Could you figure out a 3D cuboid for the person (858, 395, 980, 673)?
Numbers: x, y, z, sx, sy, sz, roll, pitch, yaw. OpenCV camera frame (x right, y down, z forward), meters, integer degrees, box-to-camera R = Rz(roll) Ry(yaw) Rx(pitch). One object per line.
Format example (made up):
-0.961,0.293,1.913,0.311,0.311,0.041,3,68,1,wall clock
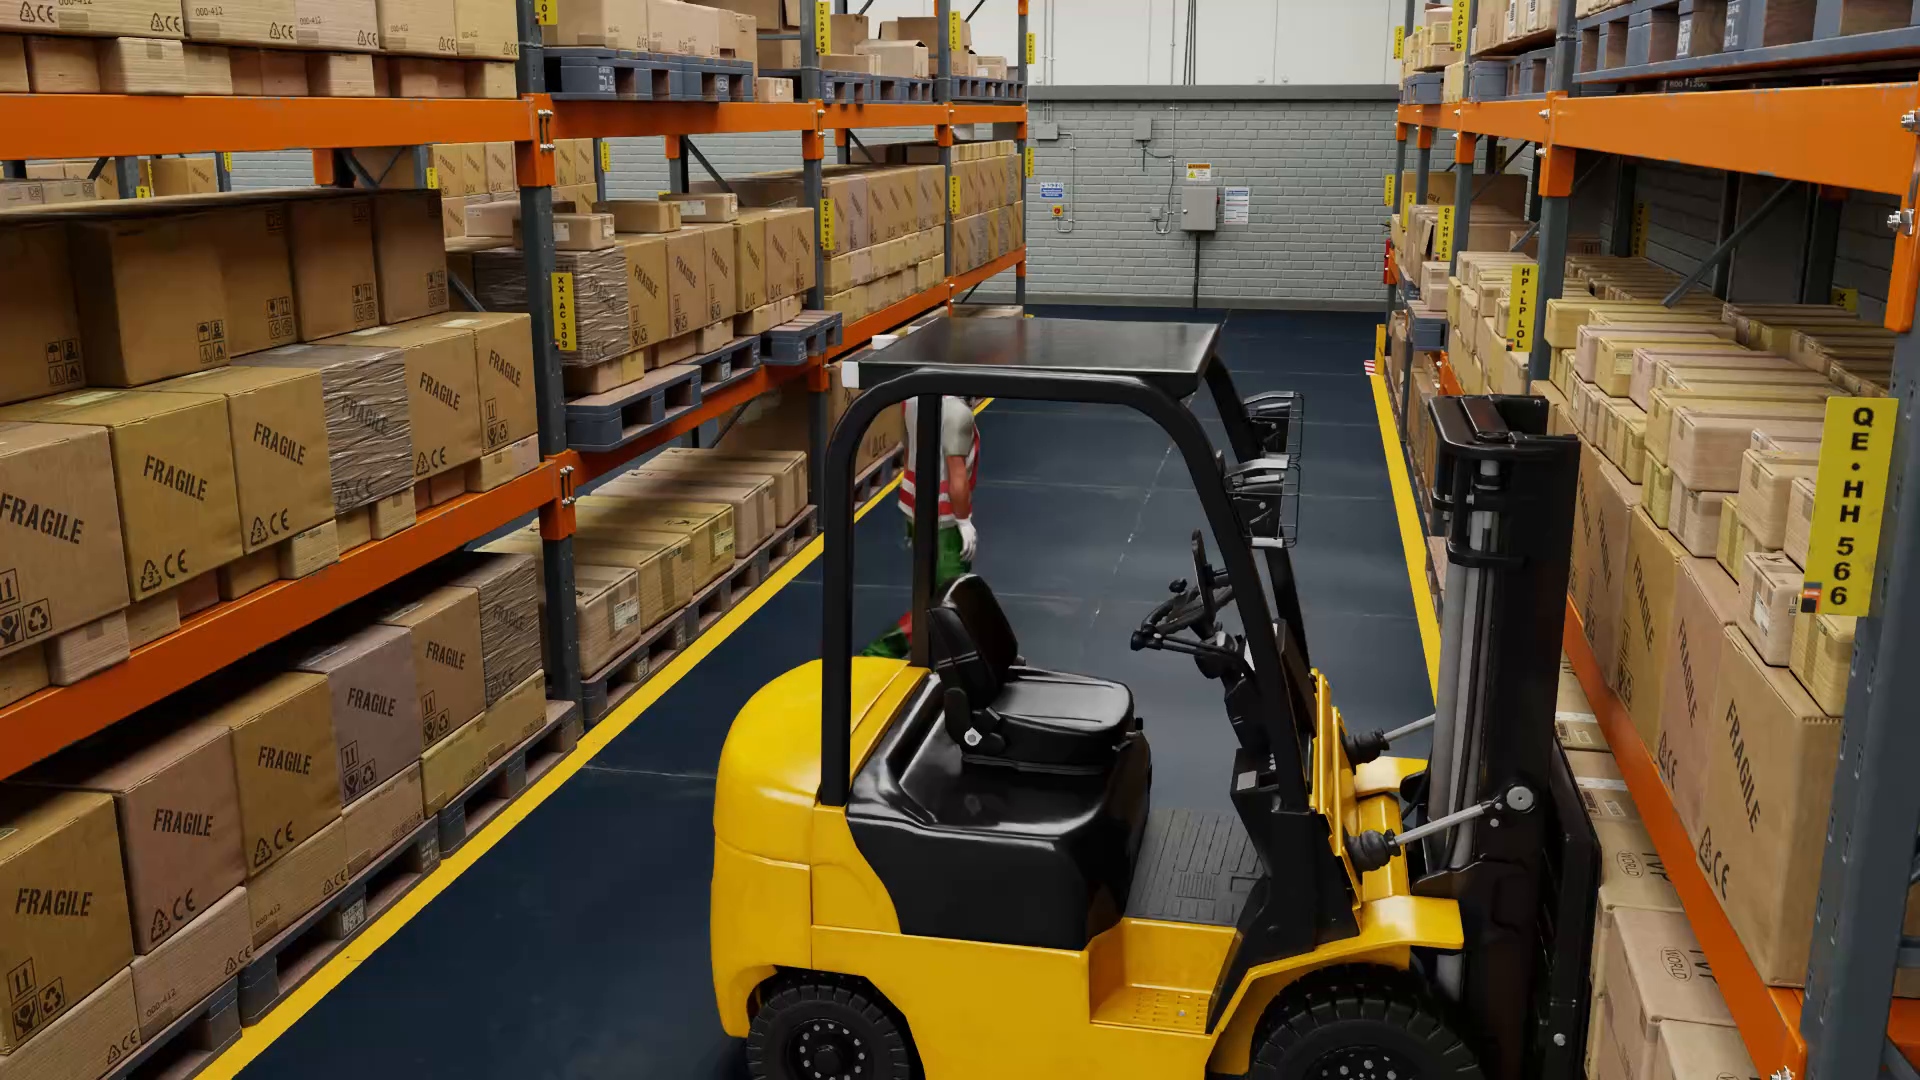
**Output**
-0.182,-0.080,7.713,0.776,1.783,0.582,-6,16,-22,person
